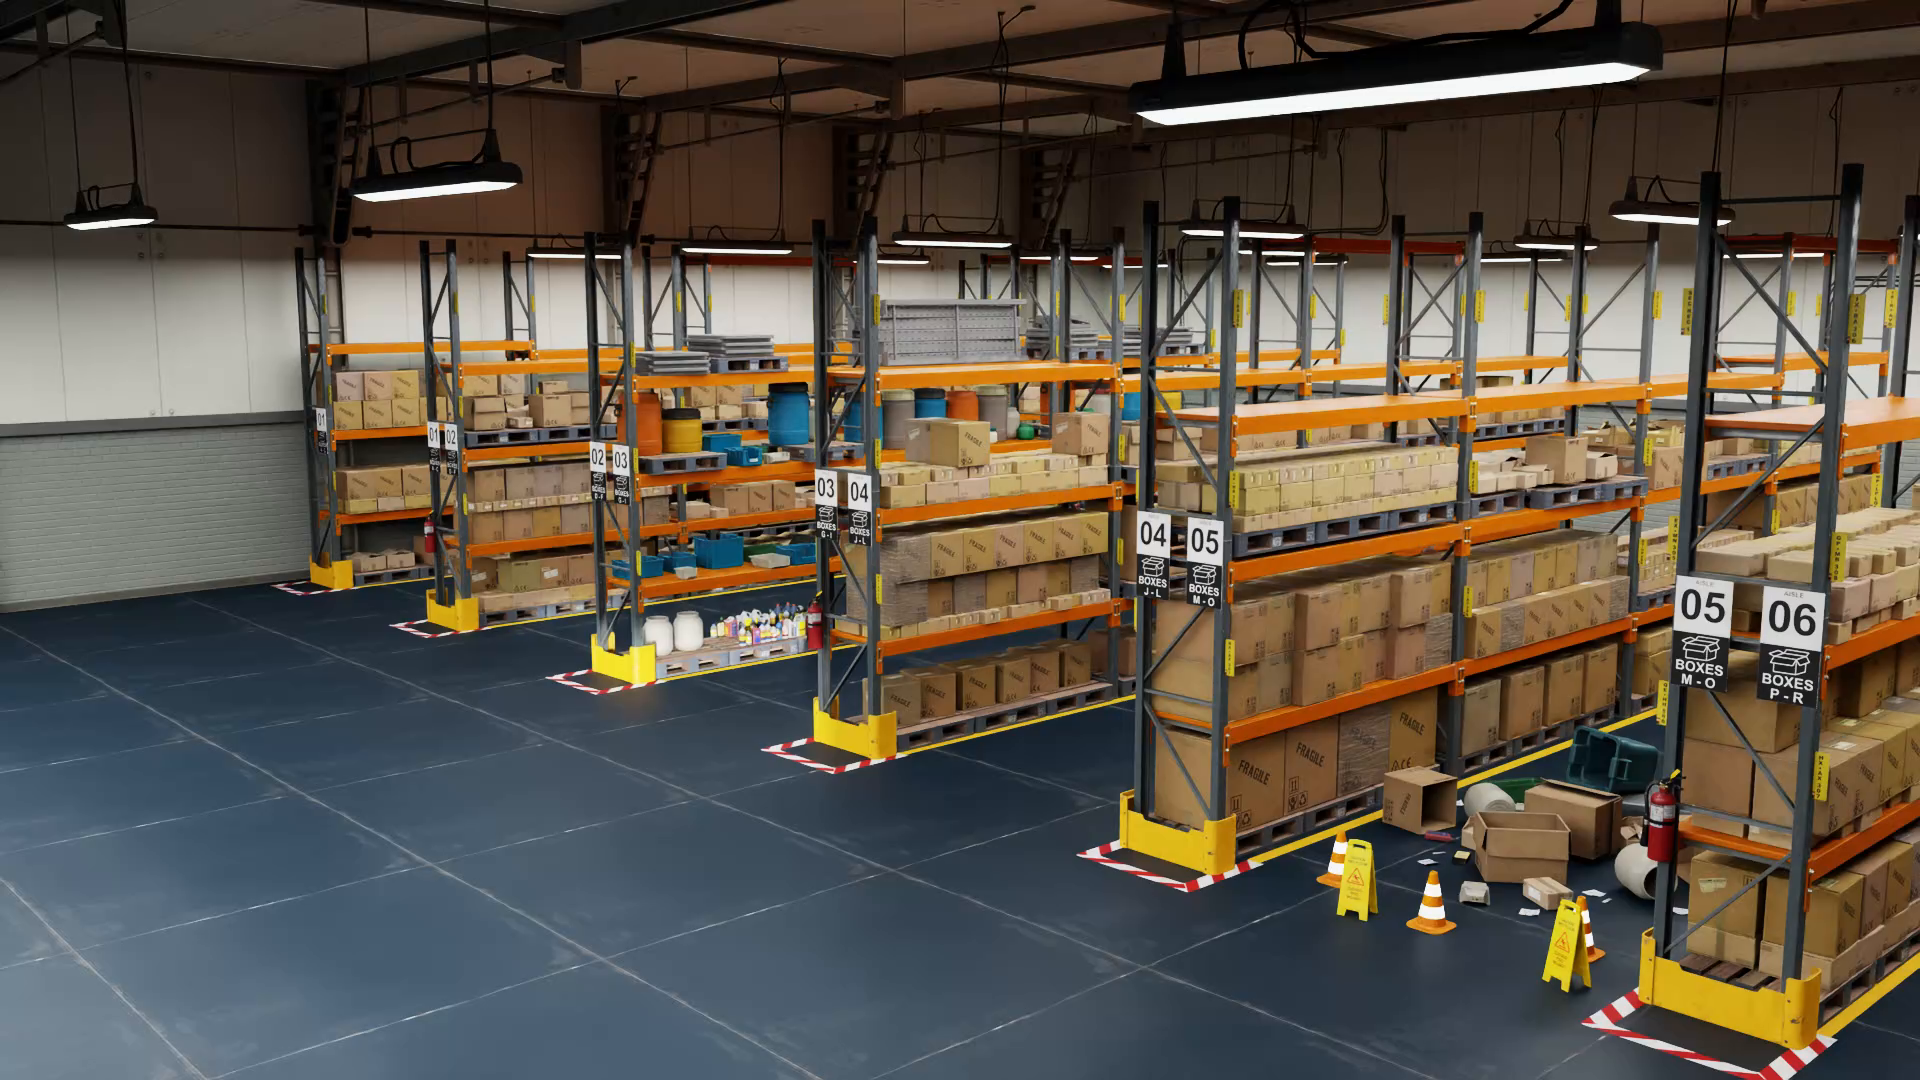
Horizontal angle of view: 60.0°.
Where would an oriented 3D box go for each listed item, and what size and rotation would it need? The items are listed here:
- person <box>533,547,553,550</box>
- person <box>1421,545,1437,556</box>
[{"bbox_3d":[-7.737,-0.158,30.729,0.493,1.650,0.538,-5,10,-30],"label":"person"},{"bbox_3d":[6.827,0.839,24.214,0.972,1.540,0.390,-8,12,-44],"label":"person"}]
